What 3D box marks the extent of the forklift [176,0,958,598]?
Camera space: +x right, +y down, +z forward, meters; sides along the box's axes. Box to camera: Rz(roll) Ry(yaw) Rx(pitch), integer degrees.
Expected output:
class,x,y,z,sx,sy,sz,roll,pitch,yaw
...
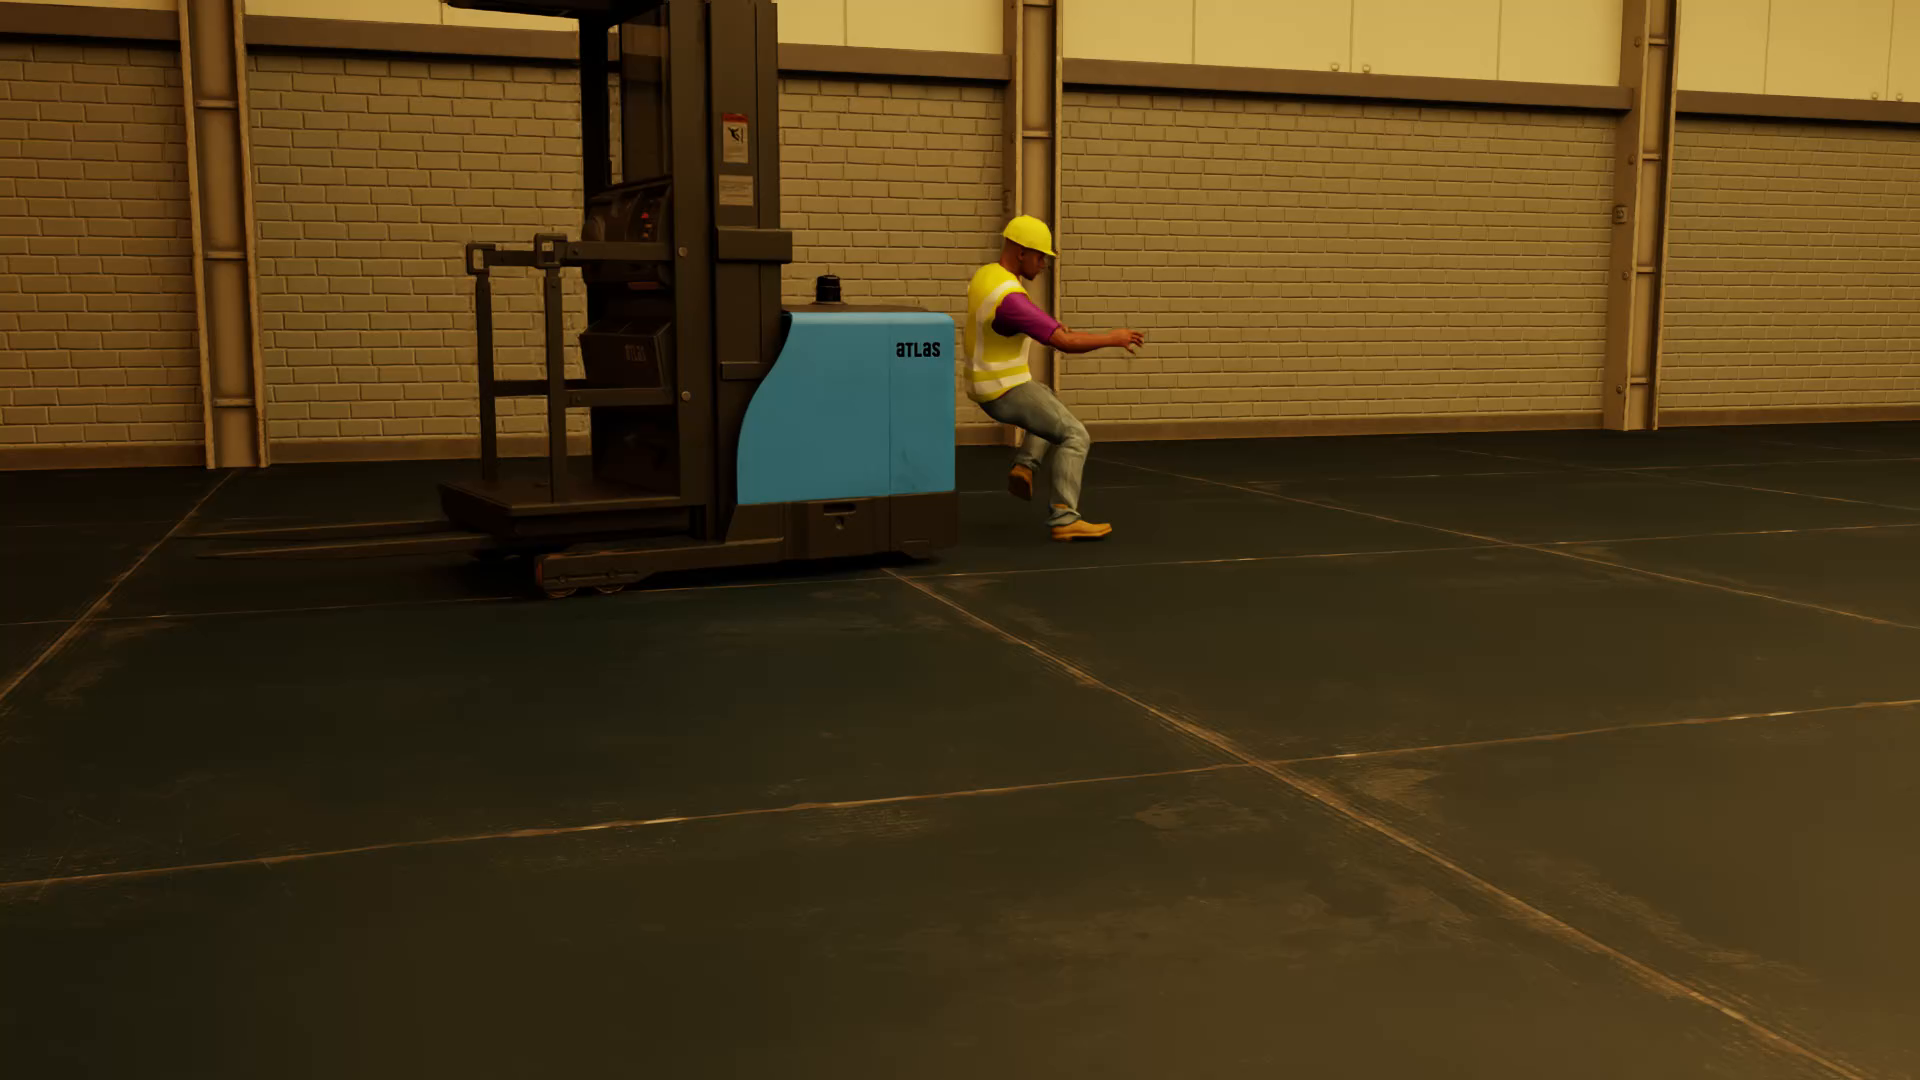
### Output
class,x,y,z,sx,sy,sz,roll,pitch,yaw
forklift,-1.539,-1.313,6.704,3.031,2.935,1.130,-5,9,-30

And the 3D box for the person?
class,x,y,z,sx,sy,sz,roll,pitch,yaw
person,0.439,-0.812,8.209,0.816,1.540,0.901,-2,8,-12
